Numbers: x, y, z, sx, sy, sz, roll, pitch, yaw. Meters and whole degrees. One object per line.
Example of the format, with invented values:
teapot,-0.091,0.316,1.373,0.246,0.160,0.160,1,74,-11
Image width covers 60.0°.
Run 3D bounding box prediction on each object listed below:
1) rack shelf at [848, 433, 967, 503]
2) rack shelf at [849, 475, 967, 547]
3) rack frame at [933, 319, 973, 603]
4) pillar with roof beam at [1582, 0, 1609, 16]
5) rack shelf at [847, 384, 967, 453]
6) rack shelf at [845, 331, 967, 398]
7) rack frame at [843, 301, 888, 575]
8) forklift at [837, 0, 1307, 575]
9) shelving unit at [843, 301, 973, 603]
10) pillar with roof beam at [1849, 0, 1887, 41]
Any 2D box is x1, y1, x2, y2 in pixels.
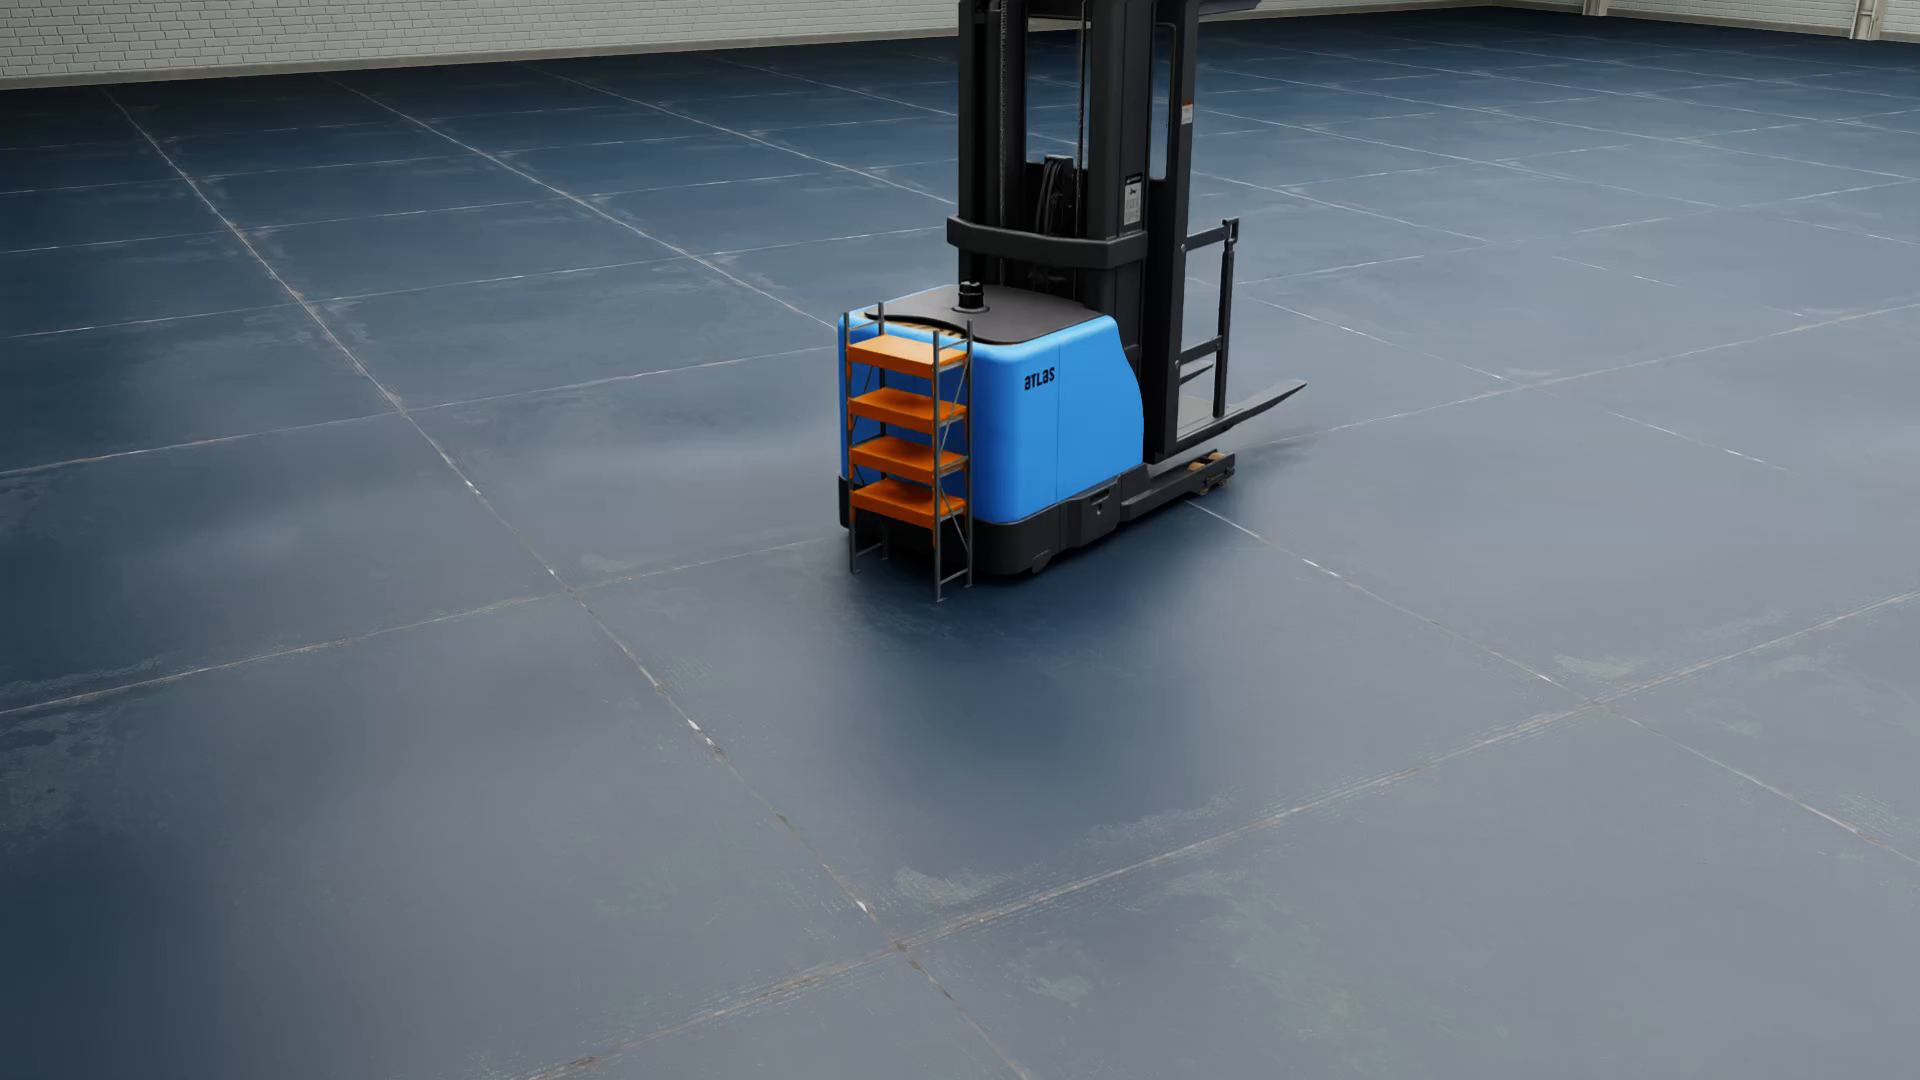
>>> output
rack shelf,-0.219,-0.316,7.174,0.480,0.148,0.258,17,28,35
rack shelf,-0.219,-0.132,7.249,0.480,0.148,0.258,17,28,35
rack frame,-0.028,-0.321,7.007,0.015,1.200,0.240,17,28,35
pillar with roof beam,9.633,-14.364,31.199,9.100,9.000,0.400,-13,25,-28
rack shelf,-0.219,-0.523,7.090,0.480,0.148,0.258,17,28,35
rack shelf,-0.219,-0.742,7.001,0.480,0.148,0.258,17,28,35
rack frame,-0.409,-0.436,7.290,0.015,1.200,0.240,17,28,35
forklift,0.755,-1.687,8.071,1.130,2.935,3.031,17,28,36
shelving unit,-0.219,-0.378,7.149,0.503,1.200,0.258,17,28,35
pillar with roof beam,12.698,-12.422,26.421,9.100,9.000,0.400,-13,25,-28
